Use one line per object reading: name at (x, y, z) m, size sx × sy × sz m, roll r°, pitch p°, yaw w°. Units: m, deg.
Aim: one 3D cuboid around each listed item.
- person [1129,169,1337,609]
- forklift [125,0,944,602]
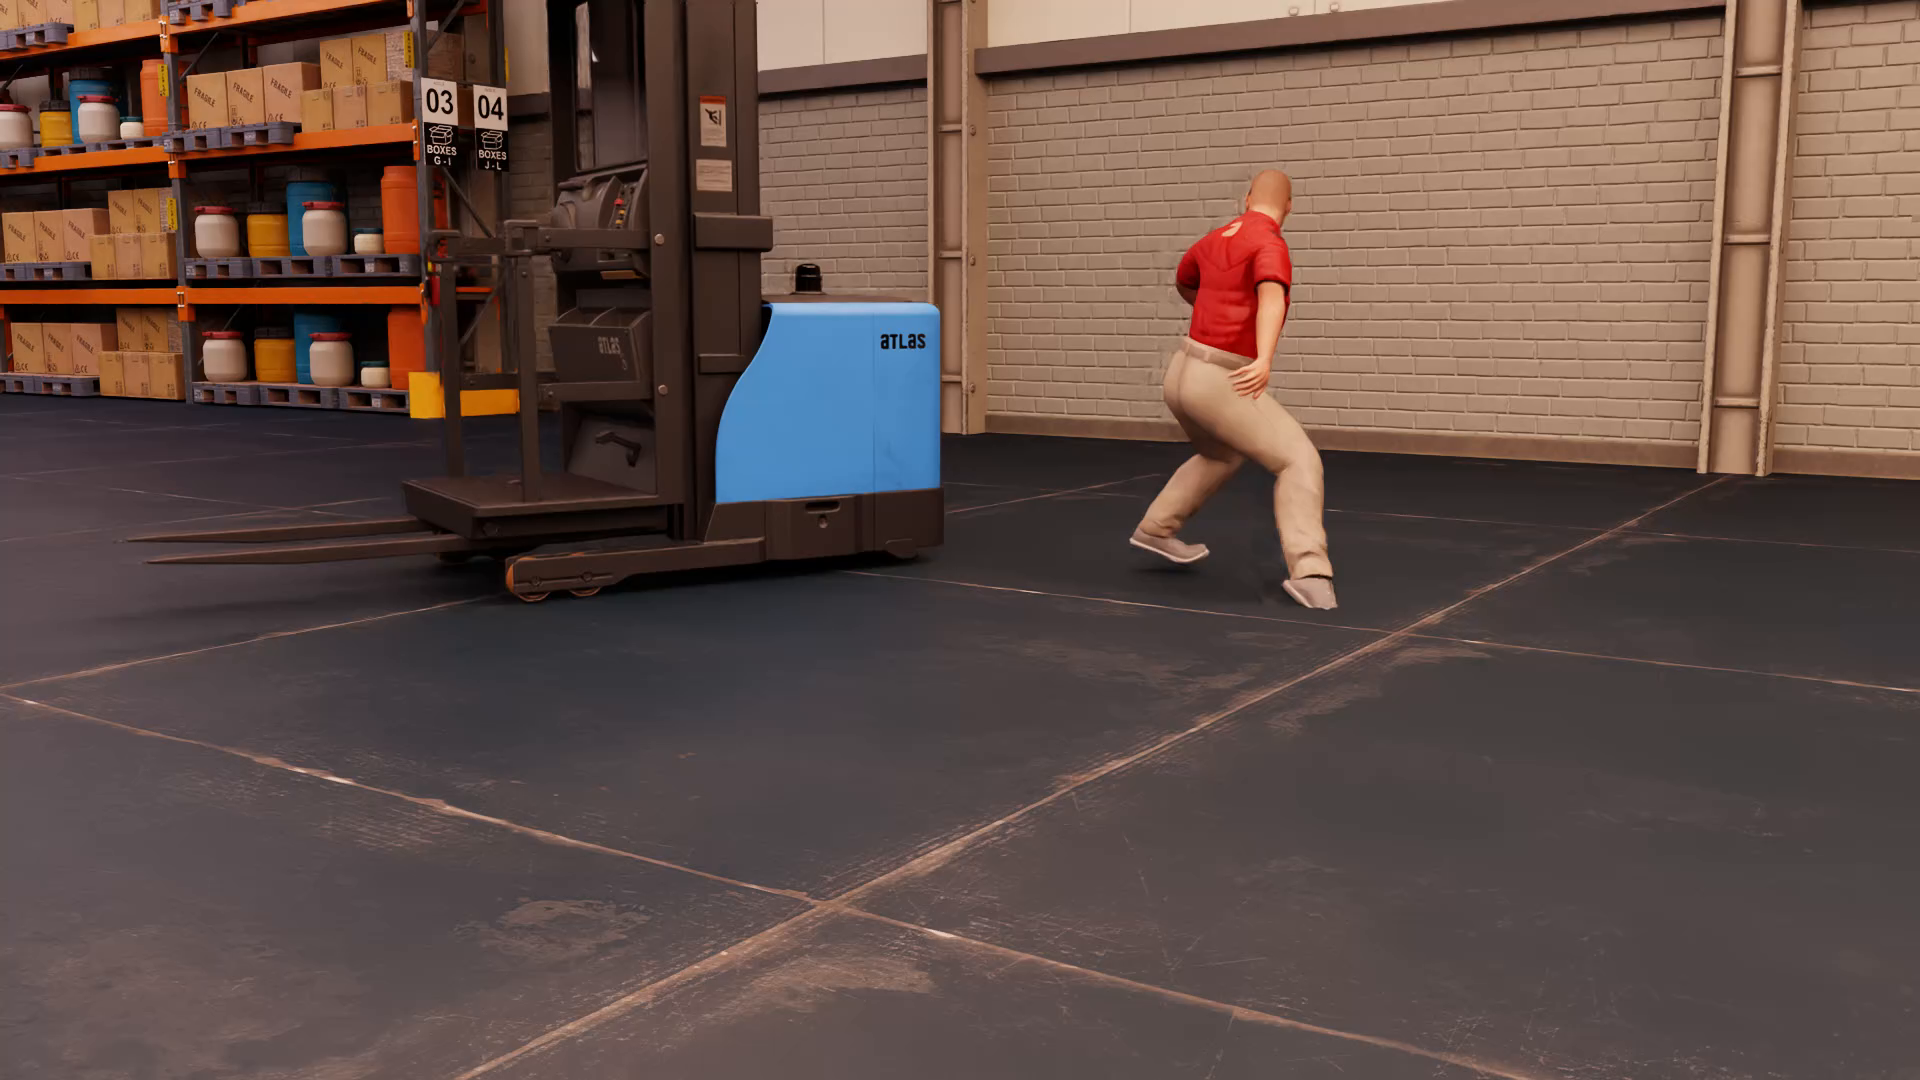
person at (1.066, -0.528, 6.234) m, size 0.578 × 1.701 × 1.109 m, roll -2°, pitch 8°, yaw -14°
forklift at (-1.588, -1.311, 6.411) m, size 3.031 × 2.935 × 1.130 m, roll -5°, pitch 10°, yaw -32°
